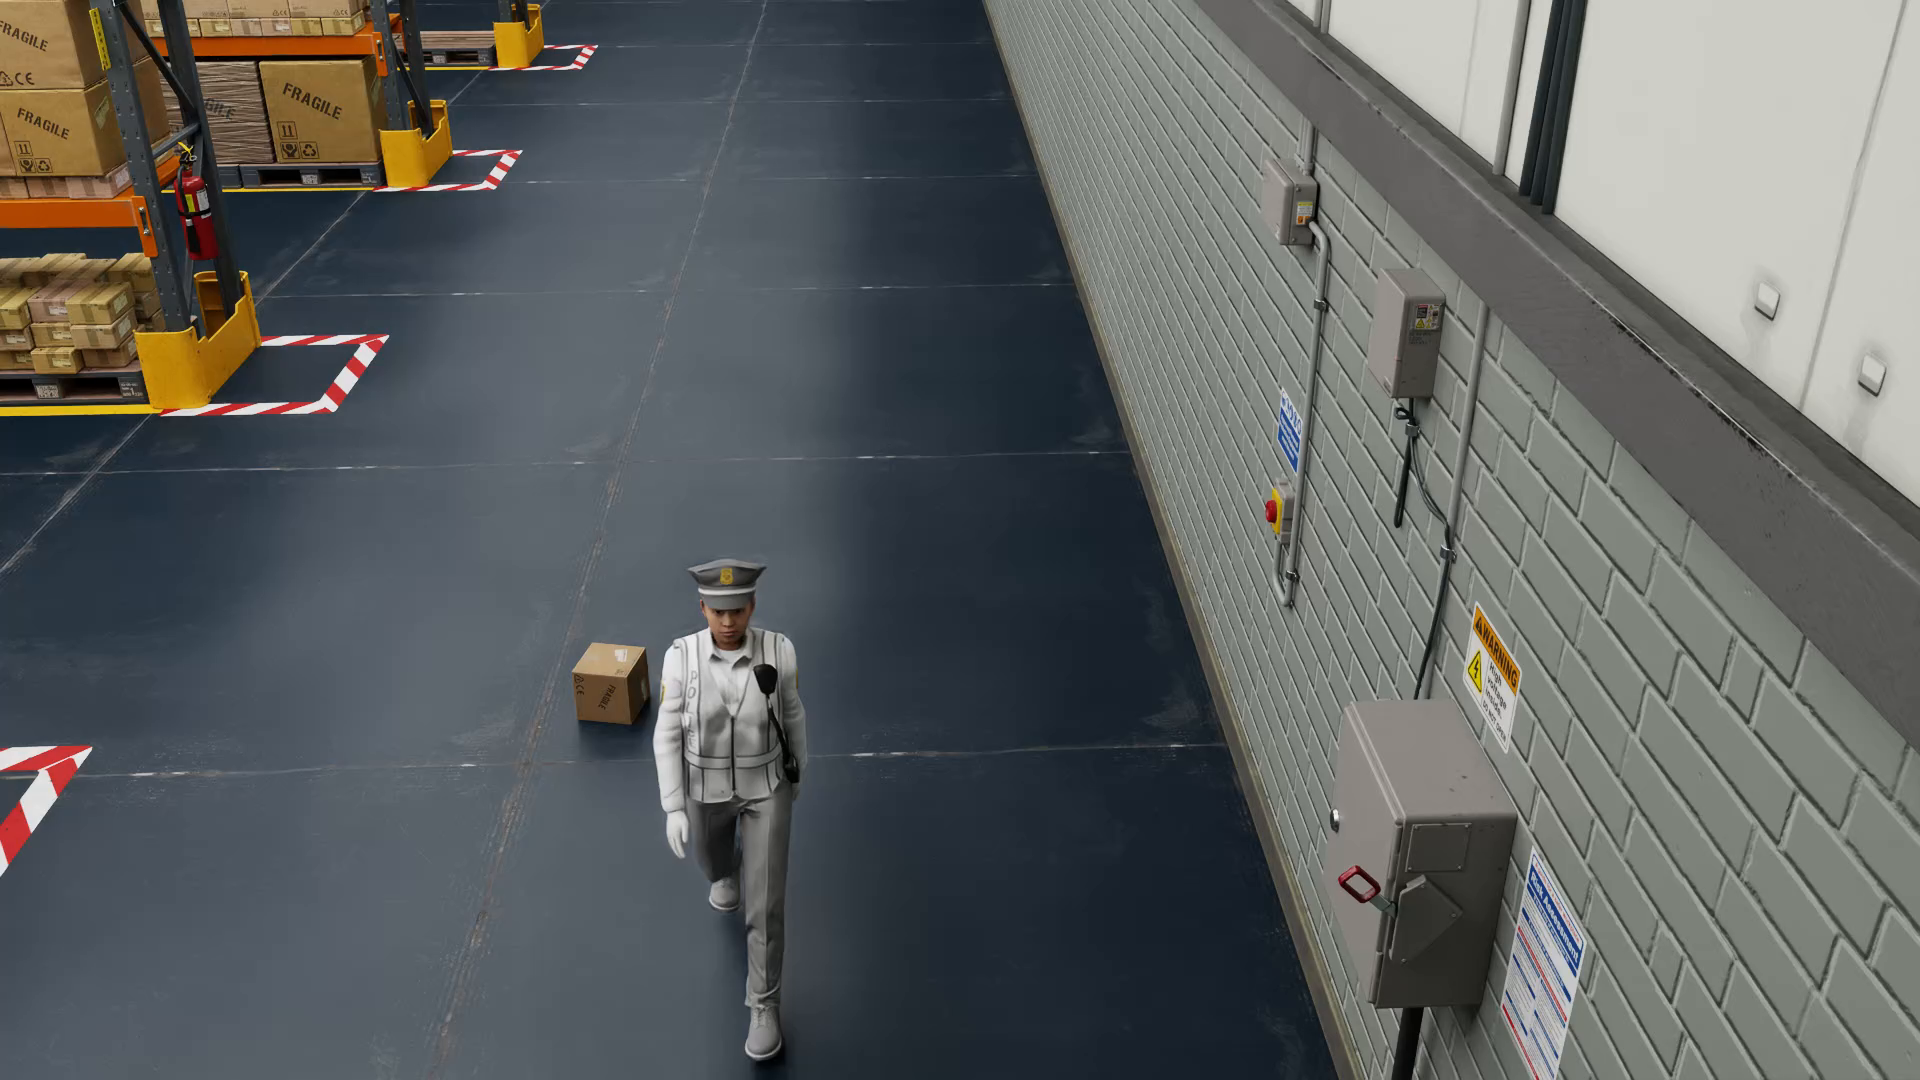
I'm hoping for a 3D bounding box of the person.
[{"bbox_3d":[-0.747,0.784,5.482,0.486,1.635,0.960,-2,28,-4],"label":"person"}]
